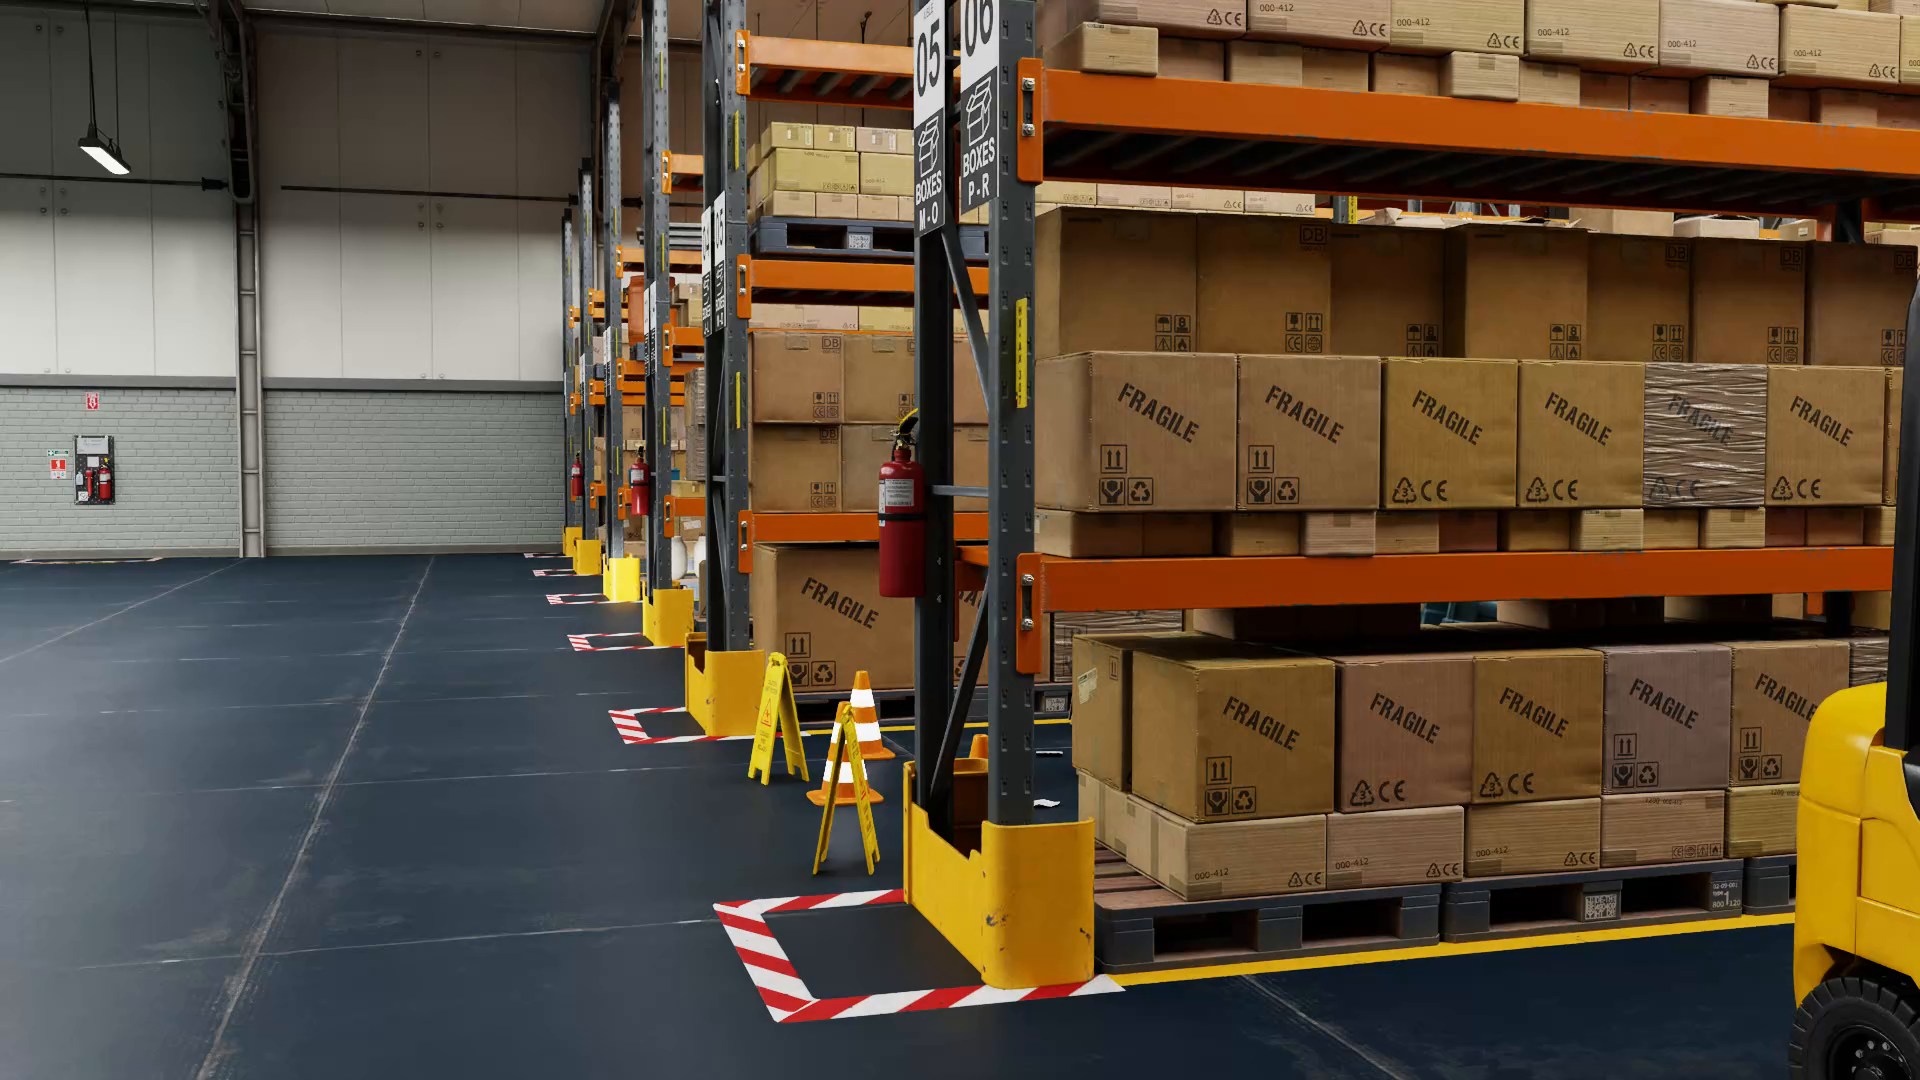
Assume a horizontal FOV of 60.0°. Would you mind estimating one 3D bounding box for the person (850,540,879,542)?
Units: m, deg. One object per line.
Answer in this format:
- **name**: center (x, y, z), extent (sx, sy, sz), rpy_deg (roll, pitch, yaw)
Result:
- **person**: center (-0.918, -0.104, 17.938), extent (0.593, 1.771, 0.463), rpy_deg (-1, 3, -20)
